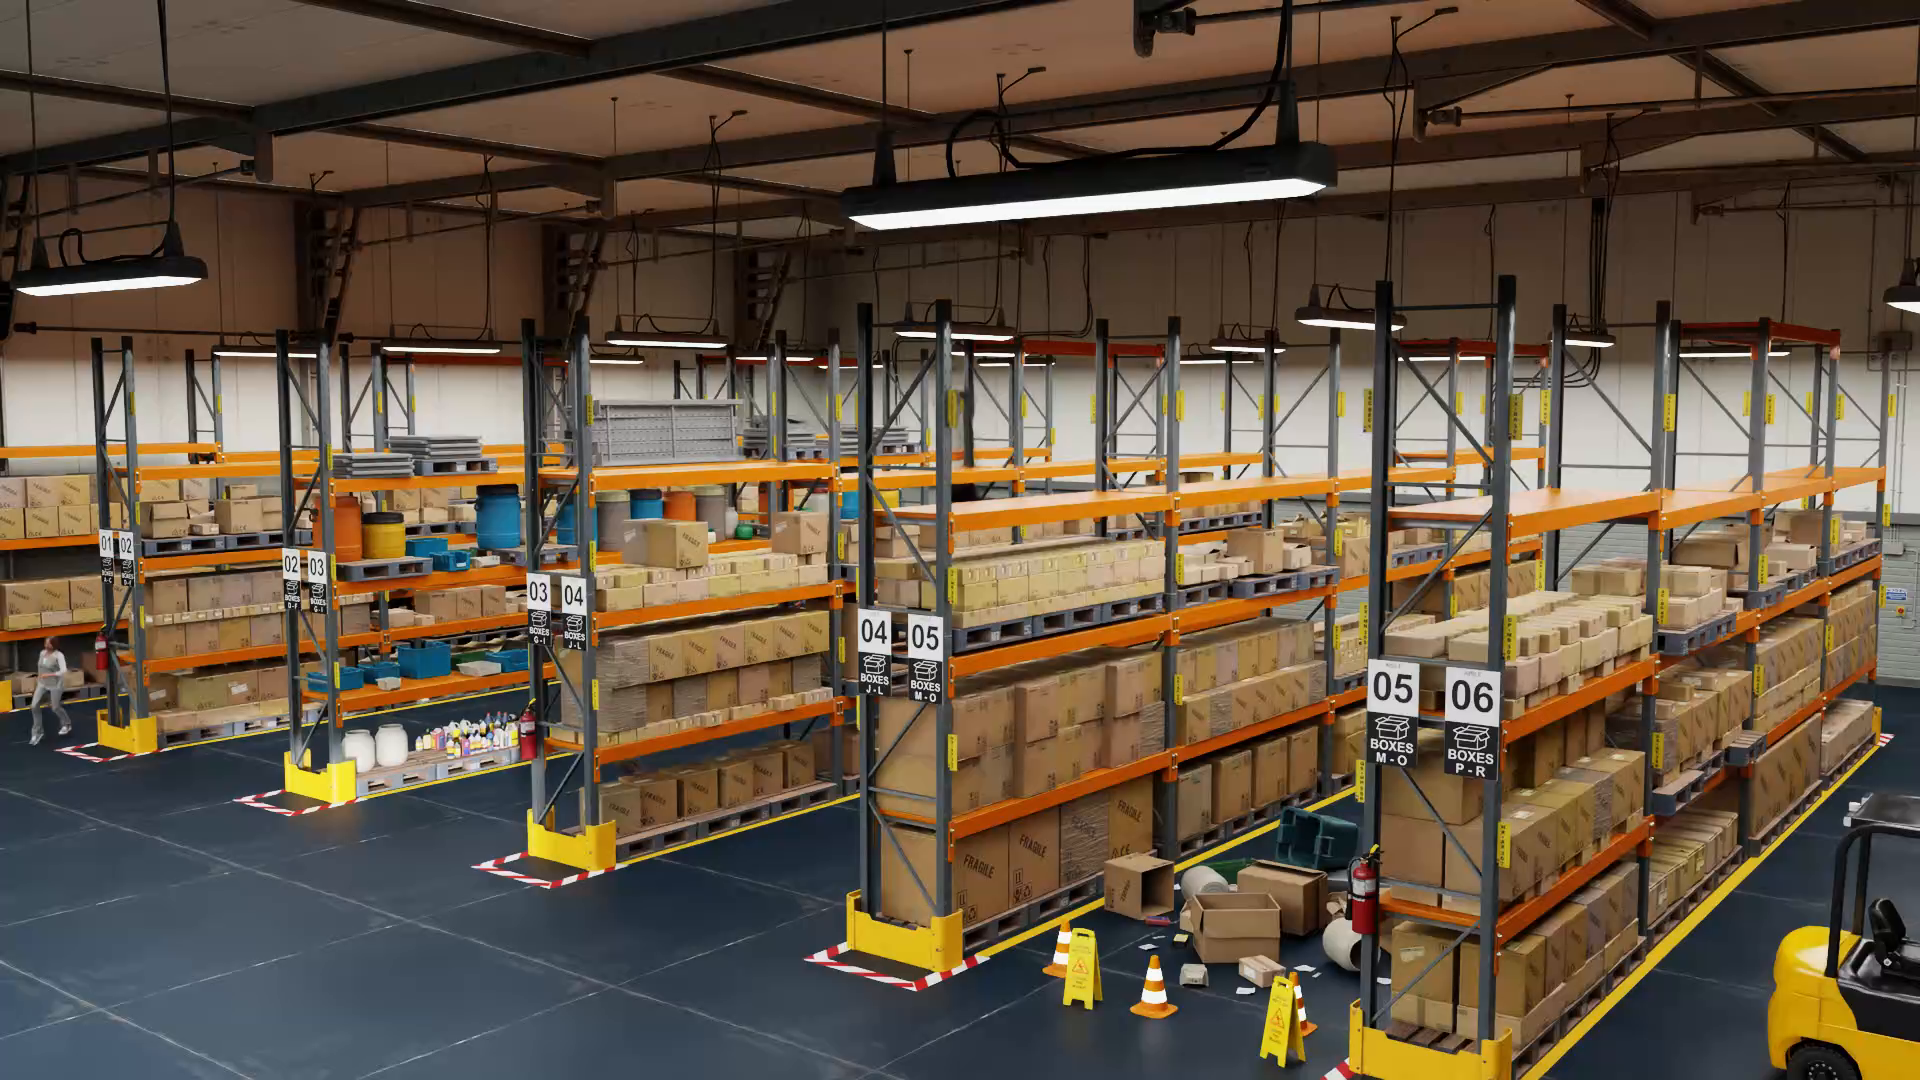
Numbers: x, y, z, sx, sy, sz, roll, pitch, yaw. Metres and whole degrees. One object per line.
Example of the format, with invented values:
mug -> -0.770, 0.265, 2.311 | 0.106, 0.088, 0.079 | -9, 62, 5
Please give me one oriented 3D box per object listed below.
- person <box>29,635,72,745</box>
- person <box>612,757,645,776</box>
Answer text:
person -> -13.567, 2.223, 24.882 | 0.551, 1.626, 0.744 | 1, 5, 7
person -> -4.274, 2.444, 21.270 | 0.637, 1.696, 0.855 | 4, 6, 36
